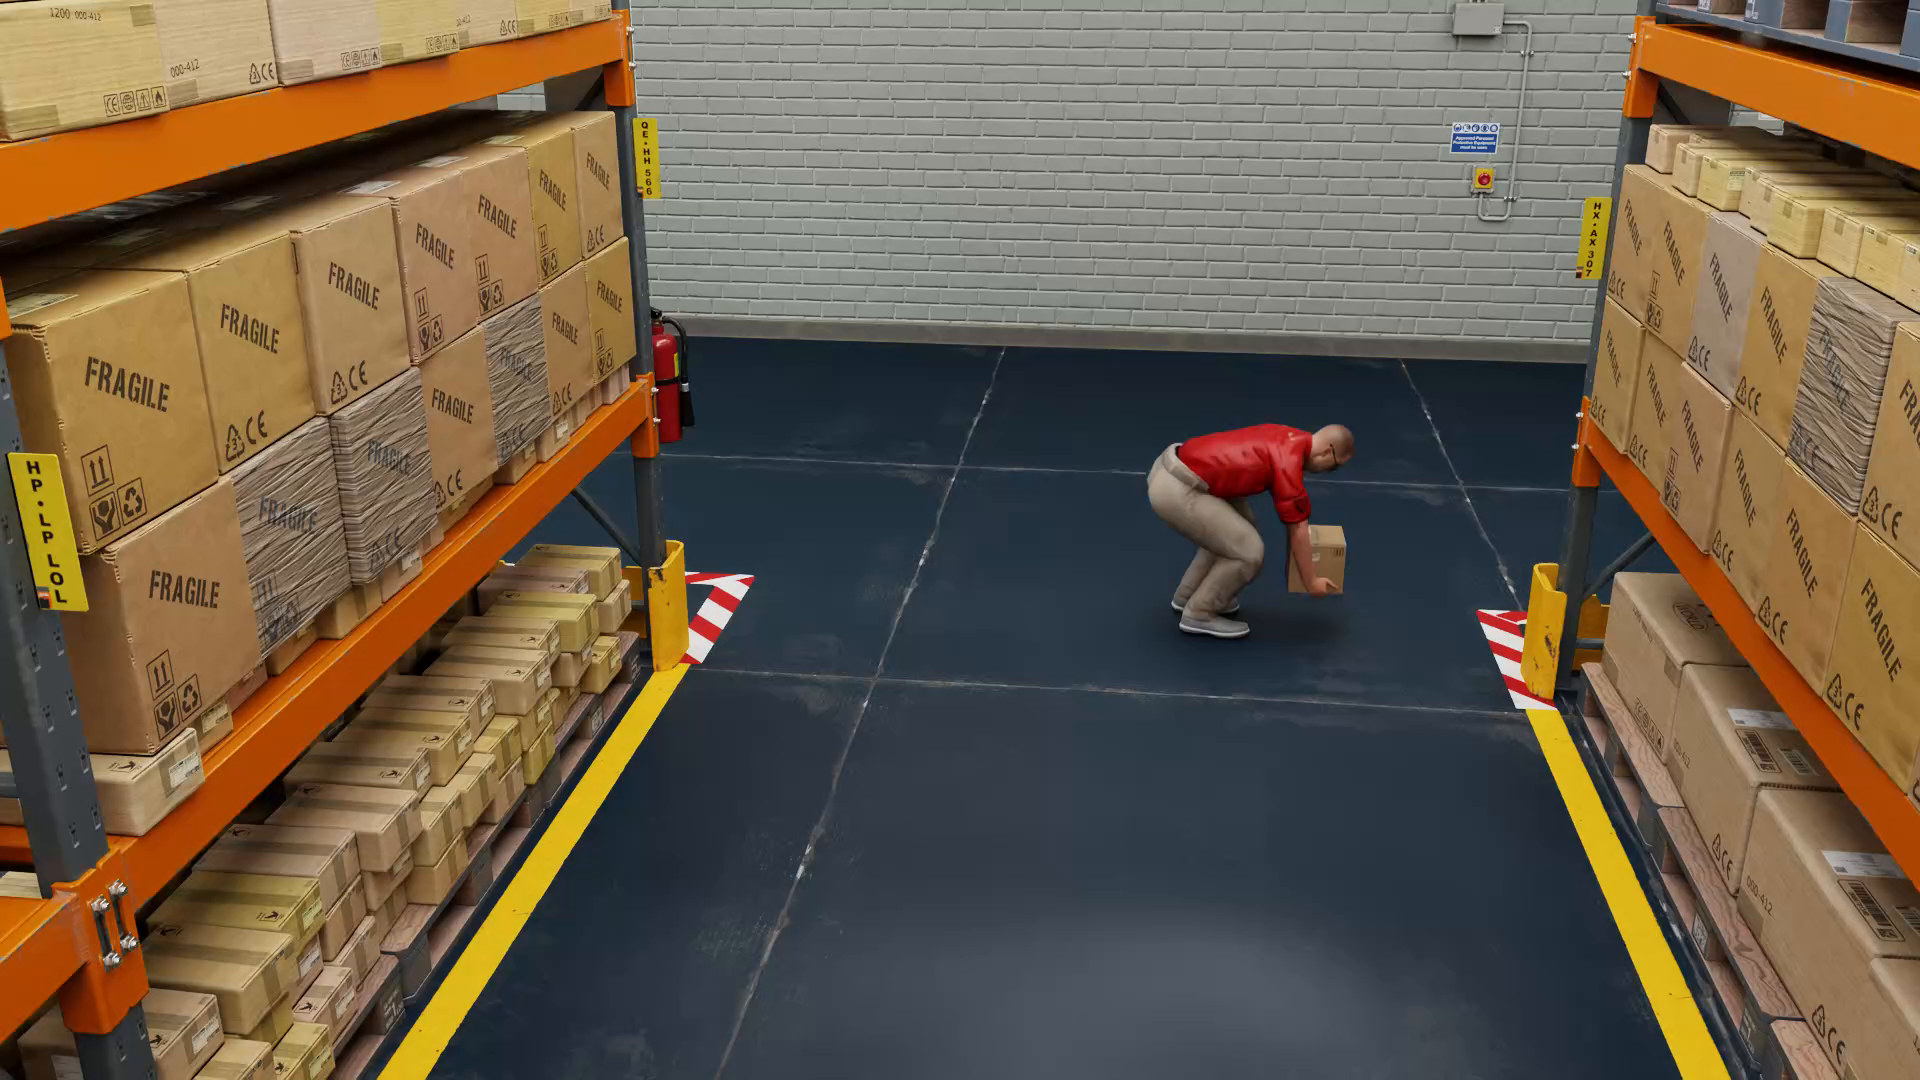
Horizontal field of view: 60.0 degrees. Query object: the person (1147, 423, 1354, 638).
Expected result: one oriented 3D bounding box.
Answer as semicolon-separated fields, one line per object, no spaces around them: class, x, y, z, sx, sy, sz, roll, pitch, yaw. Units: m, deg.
person;1.343;-0.066;7.801;0.940;0.997;0.534;1;21;4
